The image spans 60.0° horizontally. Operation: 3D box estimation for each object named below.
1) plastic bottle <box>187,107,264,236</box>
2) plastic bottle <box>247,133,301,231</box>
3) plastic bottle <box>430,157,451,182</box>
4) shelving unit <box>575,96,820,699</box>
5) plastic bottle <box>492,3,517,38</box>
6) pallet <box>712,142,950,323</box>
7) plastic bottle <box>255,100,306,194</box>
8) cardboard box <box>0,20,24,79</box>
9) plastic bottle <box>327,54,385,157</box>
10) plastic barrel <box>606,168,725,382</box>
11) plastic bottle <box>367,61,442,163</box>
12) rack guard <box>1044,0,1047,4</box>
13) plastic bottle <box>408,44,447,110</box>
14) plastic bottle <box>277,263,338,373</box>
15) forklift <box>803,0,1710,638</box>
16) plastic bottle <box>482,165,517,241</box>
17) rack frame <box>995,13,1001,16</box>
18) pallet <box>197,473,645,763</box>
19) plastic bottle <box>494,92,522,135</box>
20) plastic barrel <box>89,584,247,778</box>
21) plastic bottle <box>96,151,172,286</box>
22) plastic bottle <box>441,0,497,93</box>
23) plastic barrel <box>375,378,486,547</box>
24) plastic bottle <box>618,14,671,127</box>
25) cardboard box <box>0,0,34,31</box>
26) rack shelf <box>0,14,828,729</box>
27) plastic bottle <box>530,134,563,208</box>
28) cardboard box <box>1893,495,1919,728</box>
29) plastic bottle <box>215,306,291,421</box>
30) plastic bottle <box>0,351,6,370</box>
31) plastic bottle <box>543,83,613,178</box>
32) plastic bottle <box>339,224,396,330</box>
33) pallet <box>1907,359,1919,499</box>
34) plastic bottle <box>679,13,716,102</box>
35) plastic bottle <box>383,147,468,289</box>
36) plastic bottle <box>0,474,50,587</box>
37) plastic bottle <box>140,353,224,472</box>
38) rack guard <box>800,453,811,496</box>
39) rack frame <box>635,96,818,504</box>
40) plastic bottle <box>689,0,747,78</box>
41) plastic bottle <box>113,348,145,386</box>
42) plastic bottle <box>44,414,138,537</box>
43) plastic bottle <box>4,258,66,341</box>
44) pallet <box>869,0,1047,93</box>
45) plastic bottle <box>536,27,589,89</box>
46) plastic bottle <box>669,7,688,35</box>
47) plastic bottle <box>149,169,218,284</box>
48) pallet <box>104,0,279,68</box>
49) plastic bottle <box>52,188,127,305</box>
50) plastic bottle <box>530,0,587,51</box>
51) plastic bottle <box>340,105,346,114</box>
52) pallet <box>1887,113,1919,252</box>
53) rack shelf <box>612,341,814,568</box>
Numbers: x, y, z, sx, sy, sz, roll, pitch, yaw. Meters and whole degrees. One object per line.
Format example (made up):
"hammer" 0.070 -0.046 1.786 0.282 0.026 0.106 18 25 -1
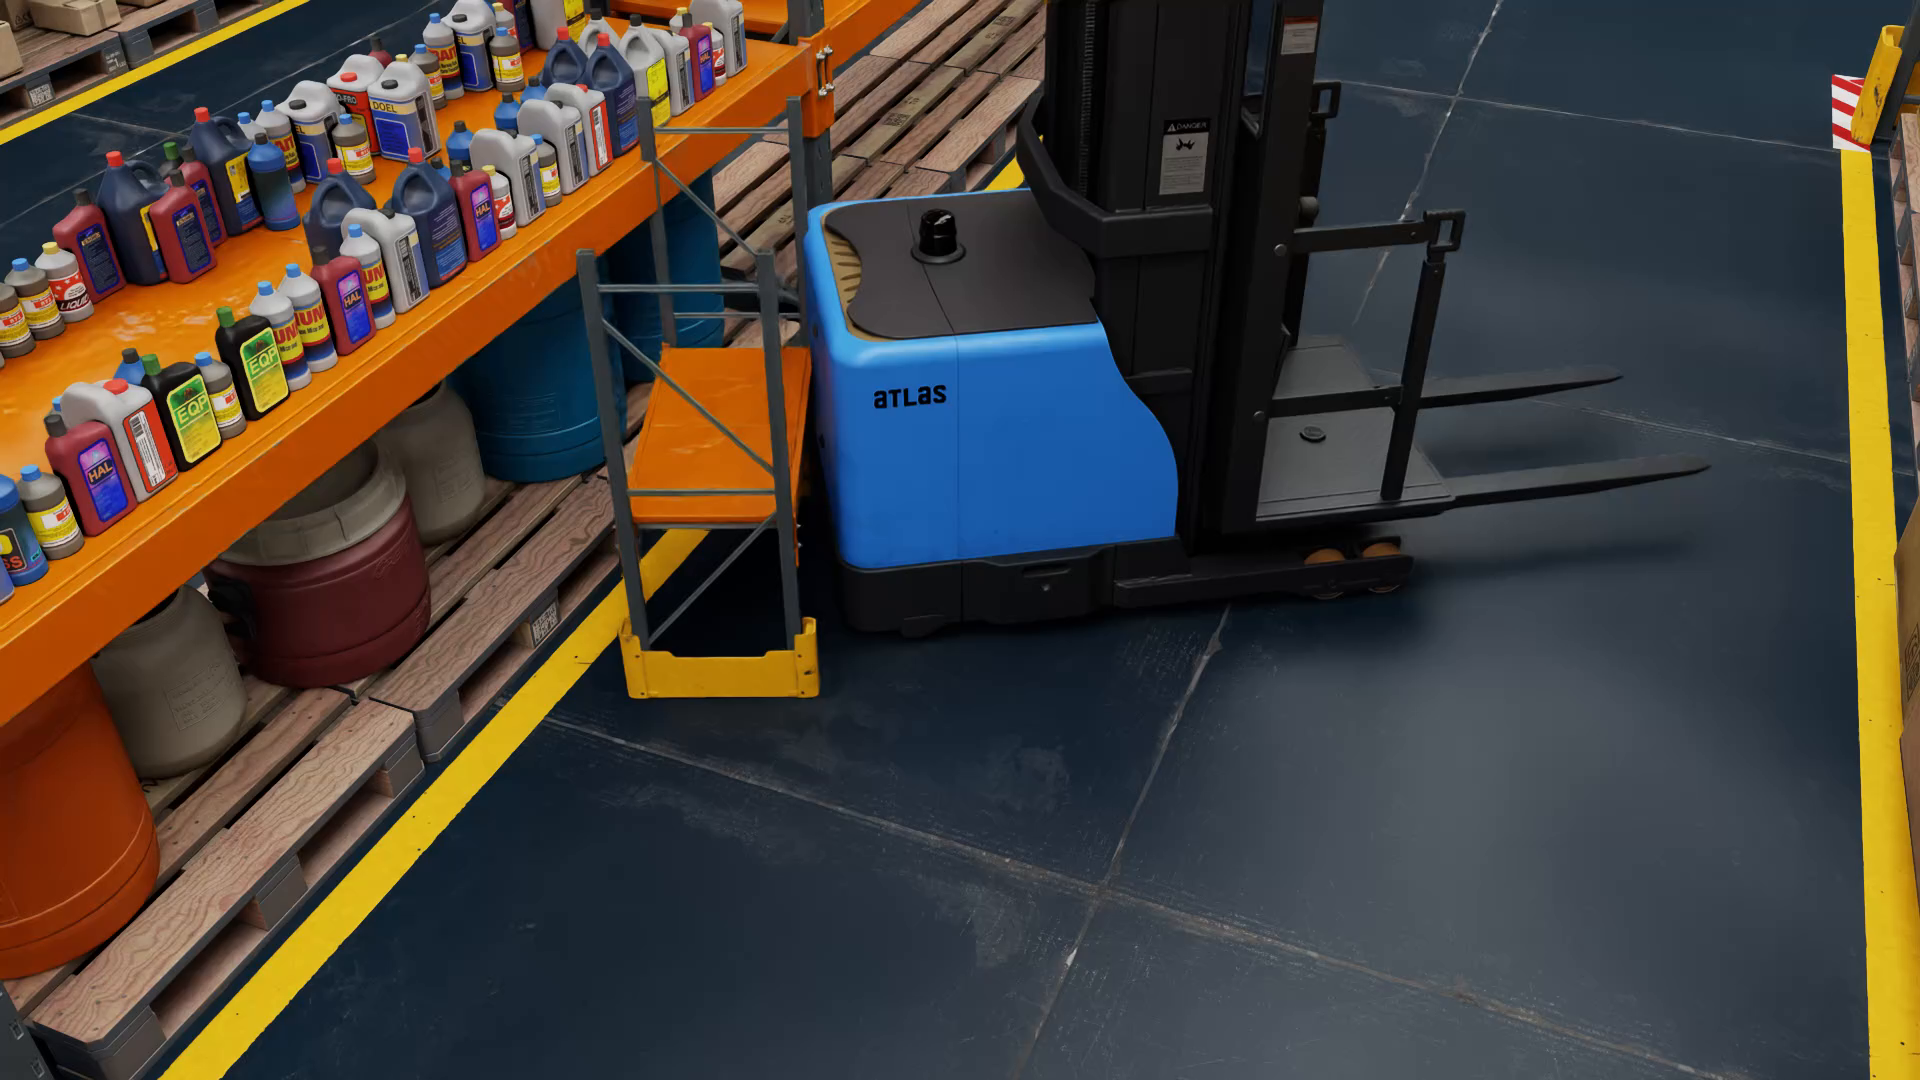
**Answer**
"plastic bottle" -2.081 -1.057 4.699 0.144 0.351 0.185 14 39 18
"plastic bottle" -1.952 -1.022 4.719 0.097 0.271 0.097 0 37 0
"plastic bottle" -1.420 -0.924 4.588 0.097 0.271 0.097 0 37 0
"shelving unit" -0.729 -0.440 5.084 0.587 1.500 1.083 0 37 0
"plastic bottle" -1.585 -1.755 5.758 0.097 0.201 0.097 0 37 0
"pallet" -0.729 -1.381 7.422 1.003 0.211 1.213 14 39 18
"plastic bottle" -2.012 -1.162 4.907 0.097 0.271 0.097 0 37 0
"cardboard box" -5.193 -2.495 8.461 0.500 0.311 0.500 14 39 18
"plastic bottle" -1.854 -1.350 5.155 0.152 0.276 0.135 14 39 18
"plastic barrel" -1.196 -1.113 6.135 0.600 0.901 0.708 14 39 18
"plastic bottle" -1.713 -1.316 5.108 0.152 0.276 0.135 14 39 18
"rack guard" 0.546 -3.312 9.763 1.175 0.500 0.348 14 39 18
"plastic bottle" -1.747 -1.519 5.442 0.097 0.201 0.097 0 37 0
"plastic bottle" -1.611 -0.552 4.090 0.097 0.271 0.097 0 37 0
"forklift" 1.032 -1.285 5.021 3.031 2.935 1.130 -6 37 -8
"plastic bottle" -1.313 -0.956 4.689 0.097 0.201 0.097 0 37 0
"rack frame" 0.549 -4.297 8.993 1.000 3.000 0.127 14 39 18
"pallet" -1.768 0.130 5.399 1.003 0.211 1.213 14 39 18
"plastic bottle" -1.329 -1.201 4.959 0.097 0.271 0.097 0 37 0
"plastic barrel" -2.193 0.353 4.500 0.421 0.512 0.421 0 37 0
"plastic bottle" -2.202 -0.880 4.464 0.144 0.351 0.185 14 39 18
"plastic bottle" -1.641 -1.660 5.570 0.152 0.276 0.135 14 39 18
"plastic barrel" -1.763 -0.272 5.336 0.421 0.512 0.421 0 37 0
"plastic bottle" -1.020 -1.479 5.264 0.144 0.351 0.185 14 39 18
"cardboard box" -5.313 -3.107 9.280 0.500 0.311 0.500 14 39 18
"rack shelf" -1.734 -0.687 4.764 1.077 0.370 4.000 14 39 18
"plastic bottle" -1.225 -1.084 4.861 0.097 0.201 0.097 0 37 0
"cardboard box" 3.382 0.088 4.551 1.225 0.875 0.875 14 39 18
"plastic bottle" -1.675 -0.434 3.923 0.061 0.283 0.133 14 39 18
"plastic bottle" -2.439 -0.540 4.075 0.097 0.271 0.097 0 37 0
"plastic bottle" -1.155 -1.259 5.033 0.152 0.276 0.135 14 39 18
"plastic bottle" -1.523 -0.679 4.261 0.097 0.271 0.097 0 37 0
"pallet" 3.969 -0.240 5.895 1.003 0.211 1.213 14 39 18
"plastic bottle" -0.870 -1.605 5.489 0.061 0.283 0.133 14 39 18
"plastic bottle" -1.439 -0.869 4.449 0.144 0.351 0.185 14 39 18
"plastic bottle" -1.962 -0.040 3.405 0.097 0.271 0.097 0 37 0
"plastic bottle" -1.762 -0.307 3.752 0.061 0.283 0.133 14 39 18
"rack guard" -0.735 -0.235 5.857 0.587 0.250 0.087 0 37 0
"rack frame" -0.734 -0.738 5.485 0.500 1.500 0.032 0 37 0
"plastic bottle" -0.824 -1.741 5.677 0.152 0.276 0.135 14 39 18
"plastic bottle" -1.842 -0.310 3.767 0.097 0.271 0.097 0 37 0
"plastic bottle" -1.864 -0.158 3.554 0.061 0.283 0.133 14 39 18
"plastic bottle" -2.365 -0.620 4.240 0.097 0.201 0.097 0 37 0
"pallet" 0.199 -2.732 9.229 1.003 0.211 1.213 14 39 18
"plastic bottle" -1.224 -1.410 5.171 0.144 0.351 0.185 14 39 18
"plastic bottle" -0.947 -1.729 5.724 0.097 0.201 0.097 0 37 0
"plastic bottle" -2.097 -0.844 4.472 0.061 0.283 0.133 14 39 18
"pallet" -4.828 -3.153 9.793 1.003 0.211 1.213 14 39 18
"plastic bottle" -2.301 -0.775 4.379 0.061 0.283 0.133 14 39 18
"plastic bottle" -1.422 -1.919 5.853 0.144 0.351 0.185 14 39 18
"plastic bottle" -1.923 -1.263 5.100 0.097 0.201 0.097 0 37 0
"pallet" 4.897 -1.591 7.702 1.003 0.211 1.213 14 39 18
"rack shelf" -0.730 -0.290 5.184 0.538 0.185 1.000 0 37 0
